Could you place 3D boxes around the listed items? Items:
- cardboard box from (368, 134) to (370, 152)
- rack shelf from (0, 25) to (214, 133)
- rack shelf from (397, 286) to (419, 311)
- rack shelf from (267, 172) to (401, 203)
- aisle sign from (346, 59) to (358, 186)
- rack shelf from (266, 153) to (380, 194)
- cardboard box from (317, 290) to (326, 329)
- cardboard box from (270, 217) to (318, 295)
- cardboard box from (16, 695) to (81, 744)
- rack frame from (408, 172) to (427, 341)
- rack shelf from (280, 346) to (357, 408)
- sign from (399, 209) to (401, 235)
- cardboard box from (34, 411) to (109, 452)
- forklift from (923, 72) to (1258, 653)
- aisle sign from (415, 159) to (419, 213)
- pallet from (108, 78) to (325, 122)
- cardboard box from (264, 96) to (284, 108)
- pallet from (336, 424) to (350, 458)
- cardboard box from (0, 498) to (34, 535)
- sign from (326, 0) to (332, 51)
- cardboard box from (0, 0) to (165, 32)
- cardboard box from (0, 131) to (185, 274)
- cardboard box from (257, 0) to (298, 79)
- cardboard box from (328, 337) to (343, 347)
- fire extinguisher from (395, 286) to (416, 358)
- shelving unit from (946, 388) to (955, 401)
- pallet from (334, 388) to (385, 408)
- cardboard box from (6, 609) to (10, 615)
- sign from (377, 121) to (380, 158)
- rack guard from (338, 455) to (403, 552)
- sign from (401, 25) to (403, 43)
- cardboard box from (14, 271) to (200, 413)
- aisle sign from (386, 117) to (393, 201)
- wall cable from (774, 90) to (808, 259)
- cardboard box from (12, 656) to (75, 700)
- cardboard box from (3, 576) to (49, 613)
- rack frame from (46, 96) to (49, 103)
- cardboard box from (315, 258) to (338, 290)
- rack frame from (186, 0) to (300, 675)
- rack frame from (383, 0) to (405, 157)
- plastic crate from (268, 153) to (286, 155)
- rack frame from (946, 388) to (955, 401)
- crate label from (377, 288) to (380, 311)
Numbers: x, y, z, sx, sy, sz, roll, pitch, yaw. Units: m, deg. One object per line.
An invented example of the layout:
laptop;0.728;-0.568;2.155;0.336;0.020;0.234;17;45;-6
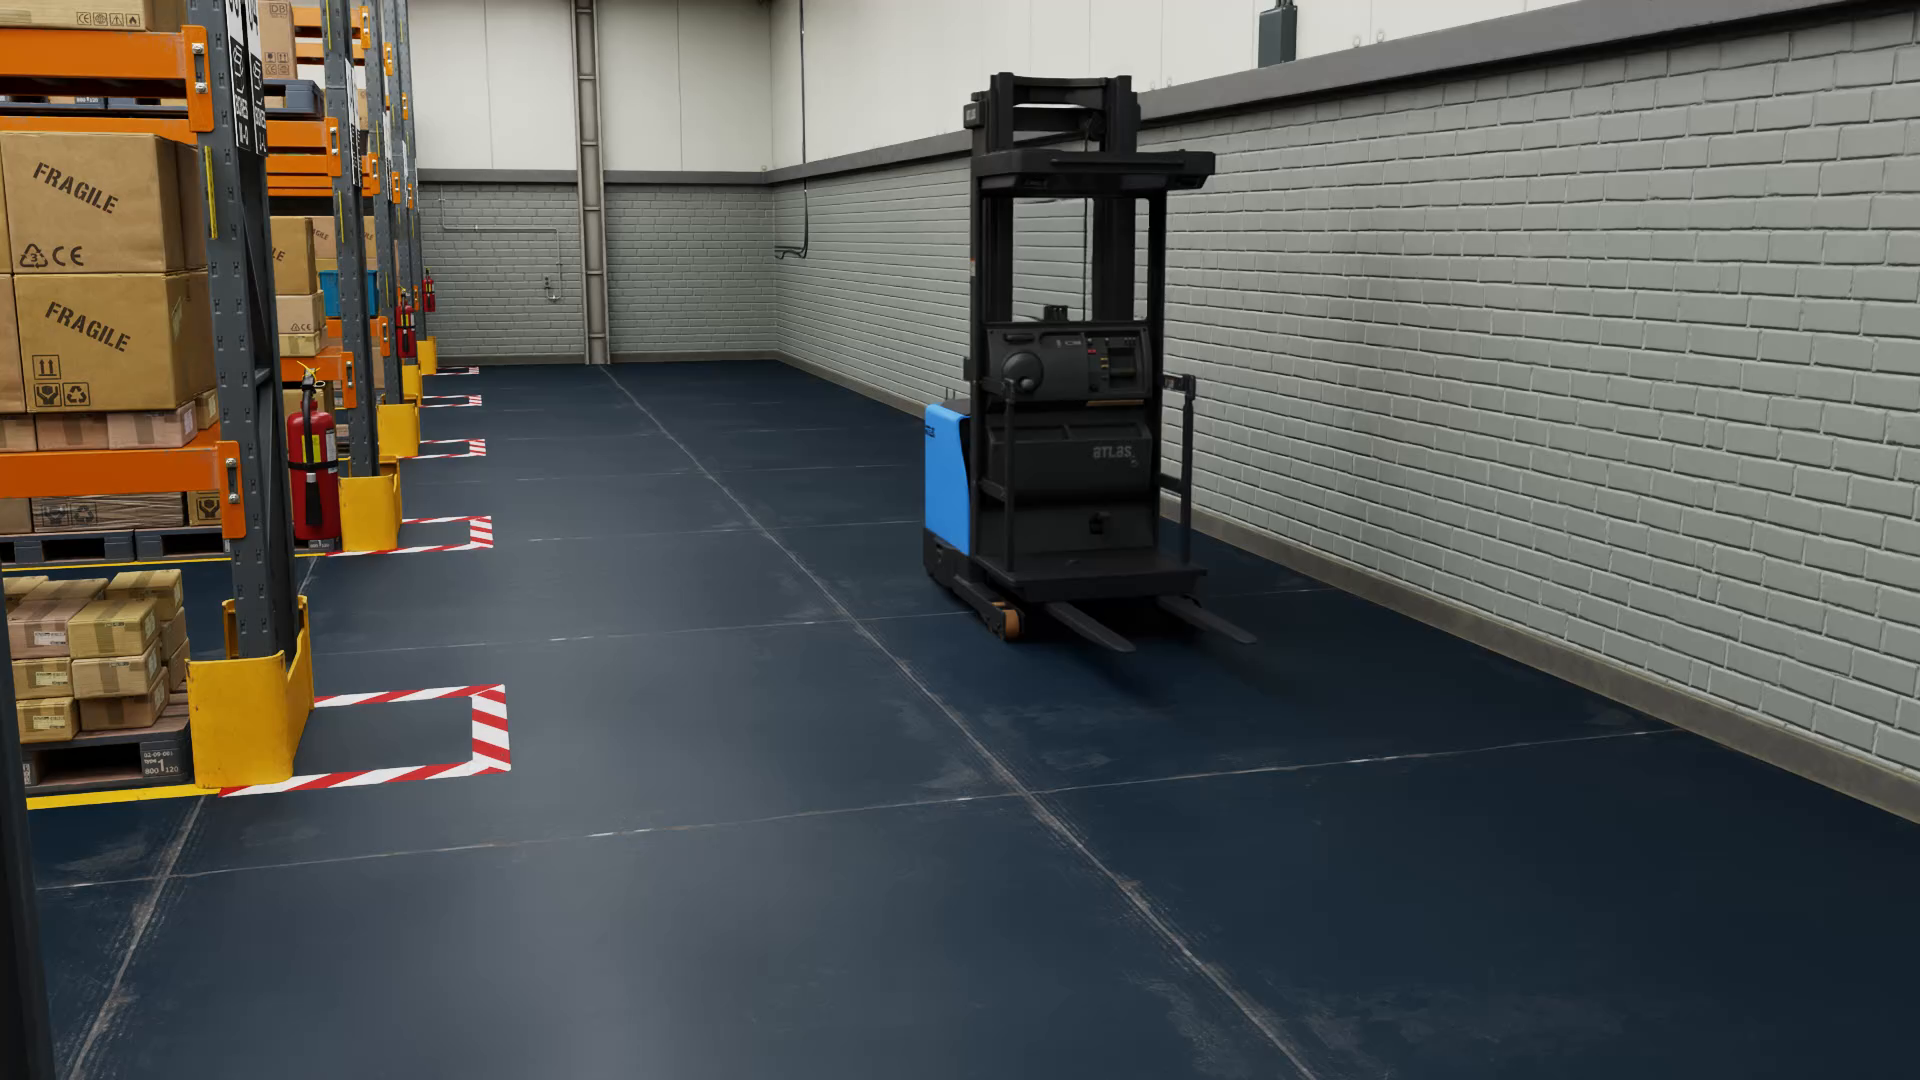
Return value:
cardboard box;-7.329;-4.799;20.079;0.500;0.250;0.500;-3;11;-16
rack shelf;-4.773;-1.653;5.941;4.000;0.370;1.077;-3;11;-16
rack shelf;-10.216;-3.628;24.956;4.000;0.370;1.077;-3;11;-16
rack shelf;-8.828;-4.242;20.008;4.000;0.370;1.077;-3;11;-16
aisle sign;-3.989;-2.730;10.910;0.004;0.787;0.394;-3;11;-16
rack shelf;-7.447;-3.381;15.330;4.000;0.370;1.077;-3;11;-16
cardboard box;-4.678;-1.595;11.519;0.500;0.250;0.500;-3;11;-17
cardboard box;-4.536;-1.871;10.946;0.500;0.500;0.500;-3;11;-15
cardboard box;-3.518;0.657;6.410;0.250;0.149;0.380;-3;11;-14
rack frame;-8.295;-4.083;25.441;0.127;3.000;1.000;-3;11;-16
rack shelf;-6.062;-1.045;10.924;4.000;0.370;1.077;-3;11;-16
sign;-6.771;-3.850;20.101;0.005;0.325;0.100;-3;11;-16
cardboard box;-3.336;-0.437;6.331;0.250;0.149;0.380;-3;11;-16
forklift;0.658;-0.994;8.852;1.130;2.935;3.031;-3;11;-15
aisle sign;-8.142;-5.313;24.942;0.004;0.787;0.394;-3;11;-16
pallet;-4.851;-2.892;10.932;1.213;0.211;1.003;-3;11;-16
cardboard box;-8.350;-5.155;19.940;0.500;0.500;0.700;-3;11;-16
pallet;-6.329;-0.955;16.148;1.213;0.211;1.003;-3;11;-16
cardboard box;-6.462;-0.524;10.817;0.875;0.875;0.875;-3;11;-16
sign;-4.004;-3.277;10.548;0.005;0.325;0.100;-3;11;-16
cardboard box;-3.215;-1.965;6.065;0.500;0.250;0.500;-3;11;-17
cardboard box;-3.223;-1.253;6.210;0.500;0.500;0.500;-3;11;-17
cardboard box;-4.626;-3.244;10.888;0.500;0.500;0.700;-4;11;-19
cardboard box;-9.420;-2.982;25.205;0.500;0.500;0.700;-3;11;-16
fire extinguisher;-5.255;-2.068;15.739;0.183;0.674;0.296;-3;11;-16
shelving unit;0.051;-0.519;11.466;0.252;1.050;0.215;-3;11;-16
pallet;-7.745;-1.806;20.776;1.213;0.211;1.003;-3;11;-16
cardboard box;-3.761;0.379;6.273;0.250;0.149;0.380;-3;11;-17
sign;-5.357;-3.690;15.309;0.005;0.325;0.100;-3;11;-16
rack guard;-4.119;-0.272;11.642;0.348;0.500;1.175;-3;11;-16
sign;-8.157;-7.437;24.290;0.005;0.325;0.100;-3;11;-16
cardboard box;-3.212;-0.761;6.295;0.500;0.500;0.500;-3;11;-15
aisle sign;-5.540;-3.695;16.151;0.004;0.787;0.394;-3;11;-16
wall cable;-2.765;-5.730;26.396;0.112;2.526;3.097;-3;11;-16
cardboard box;-3.546;0.497;6.455;0.250;0.149;0.380;-3;11;-17
cardboard box;-3.959;0.263;6.903;0.250;0.149;0.380;-3;11;-16
rack frame;-10.748;-5.970;19.122;0.127;3.000;1.000;-3;11;-16
cardboard box;-7.758;-3.174;20.229;0.500;0.500;0.500;-3;11;-15
rack frame;-2.853;-0.633;6.698;0.127;3.000;1.000;-3;11;-16
rack frame;-6.907;-6.173;20.221;0.127;3.000;1.000;-3;11;-16
plastic crate;-6.394;-3.632;15.293;0.336;0.188;0.450;-3;11;-16
rack frame;-0.066;-0.513;11.433;0.008;1.050;0.200;-3;11;-16
crate label;-5.855;-2.353;16.339;0.303;0.233;0.416;-3;11;-16
